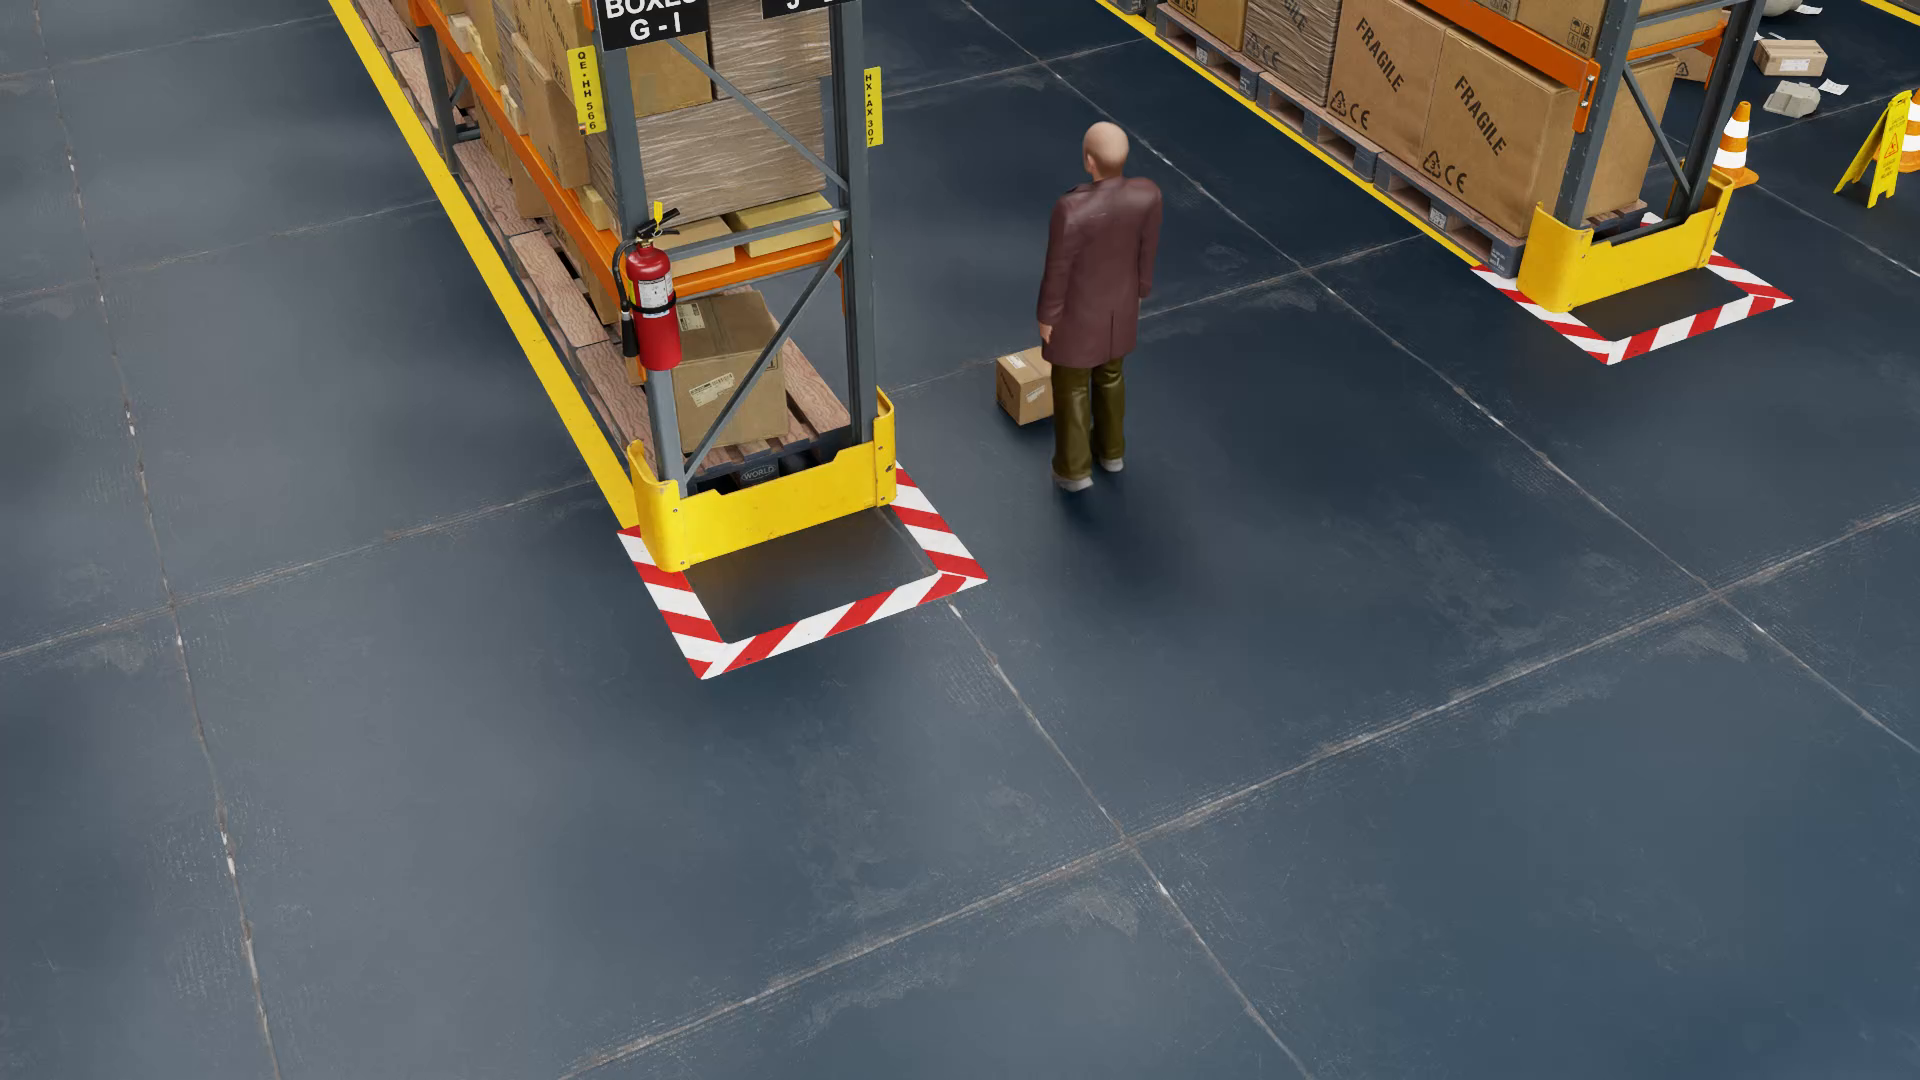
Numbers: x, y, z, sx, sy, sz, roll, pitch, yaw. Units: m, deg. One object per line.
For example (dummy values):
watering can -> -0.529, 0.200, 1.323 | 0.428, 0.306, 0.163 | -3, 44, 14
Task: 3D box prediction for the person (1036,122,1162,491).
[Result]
person -> 0.590, -1.004, 7.400 | 0.574, 1.862, 0.479 | -18, 44, -20
